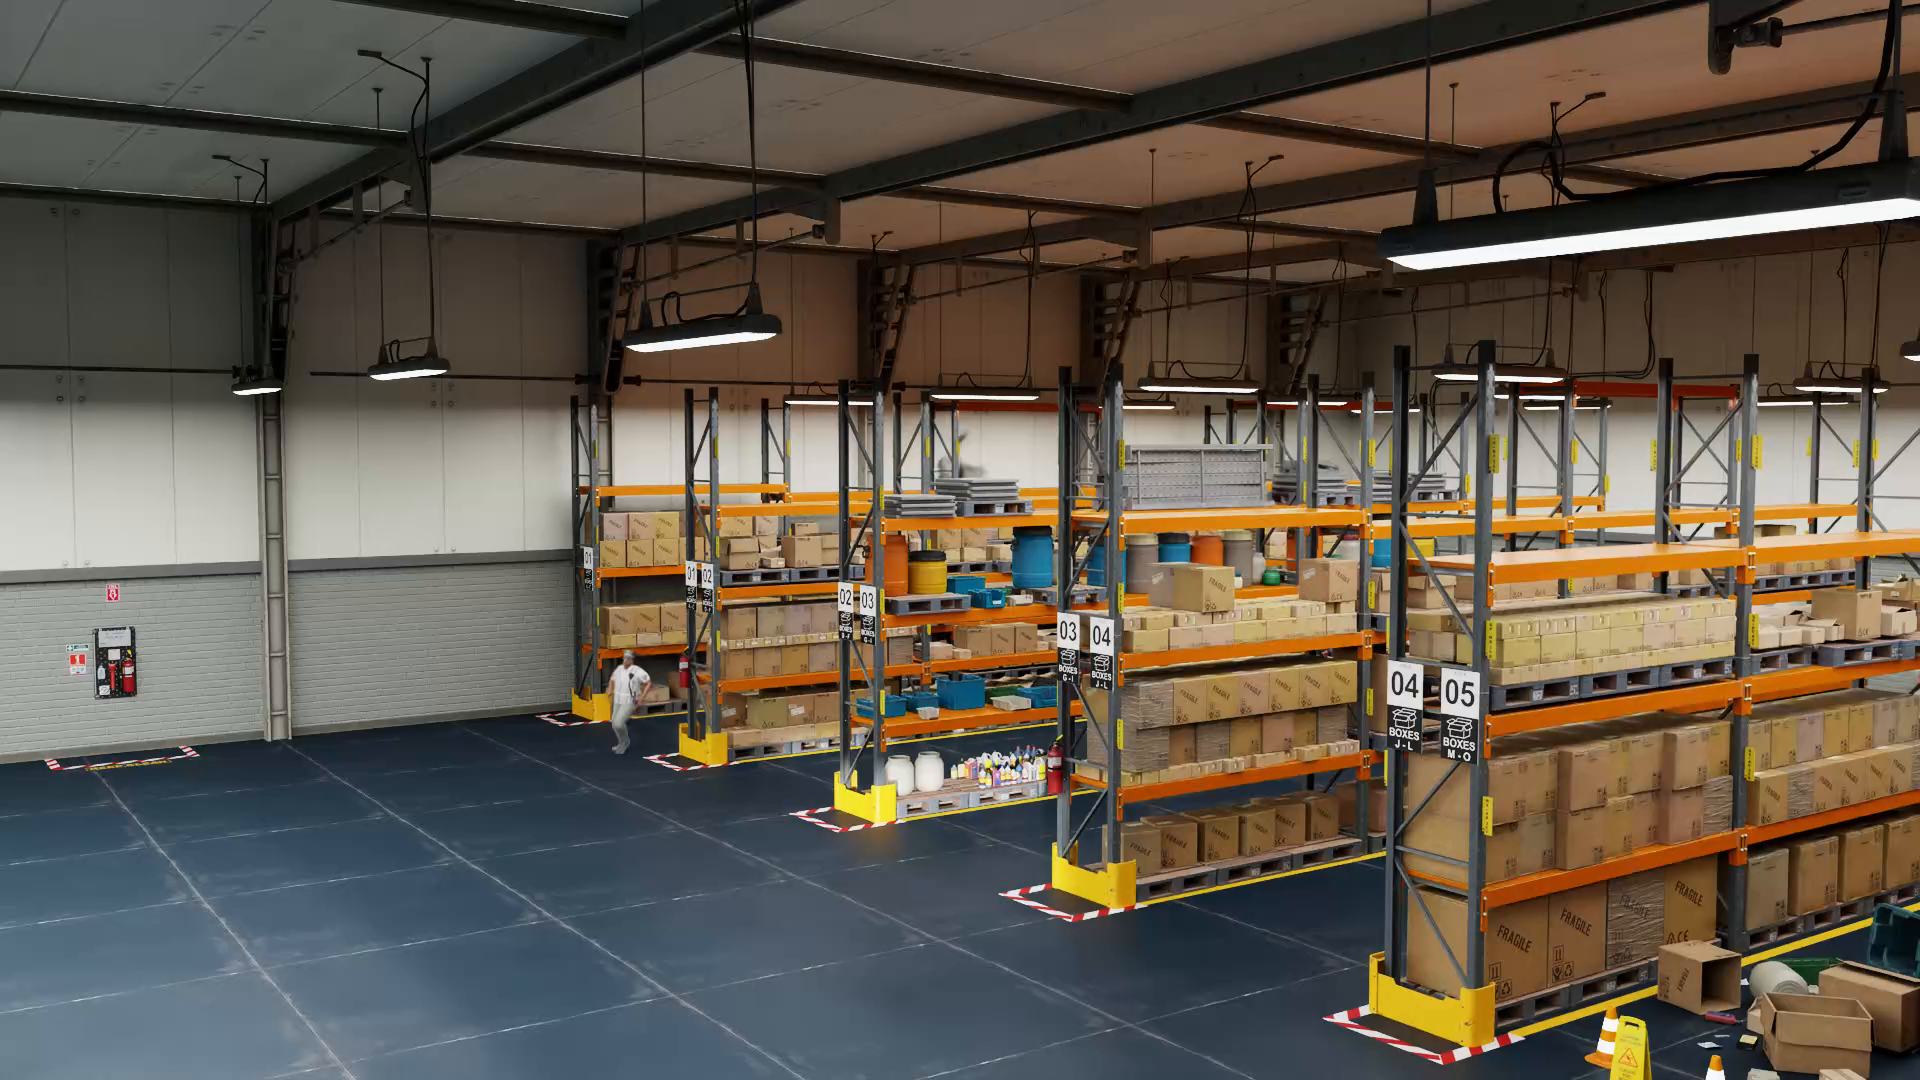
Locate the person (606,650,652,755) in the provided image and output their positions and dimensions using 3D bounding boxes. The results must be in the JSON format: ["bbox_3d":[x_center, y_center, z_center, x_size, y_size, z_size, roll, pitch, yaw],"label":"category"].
[{"bbox_3d":[-5.482,2.665,27.309,0.722,1.762,0.636,2,4,29],"label":"person"}]
